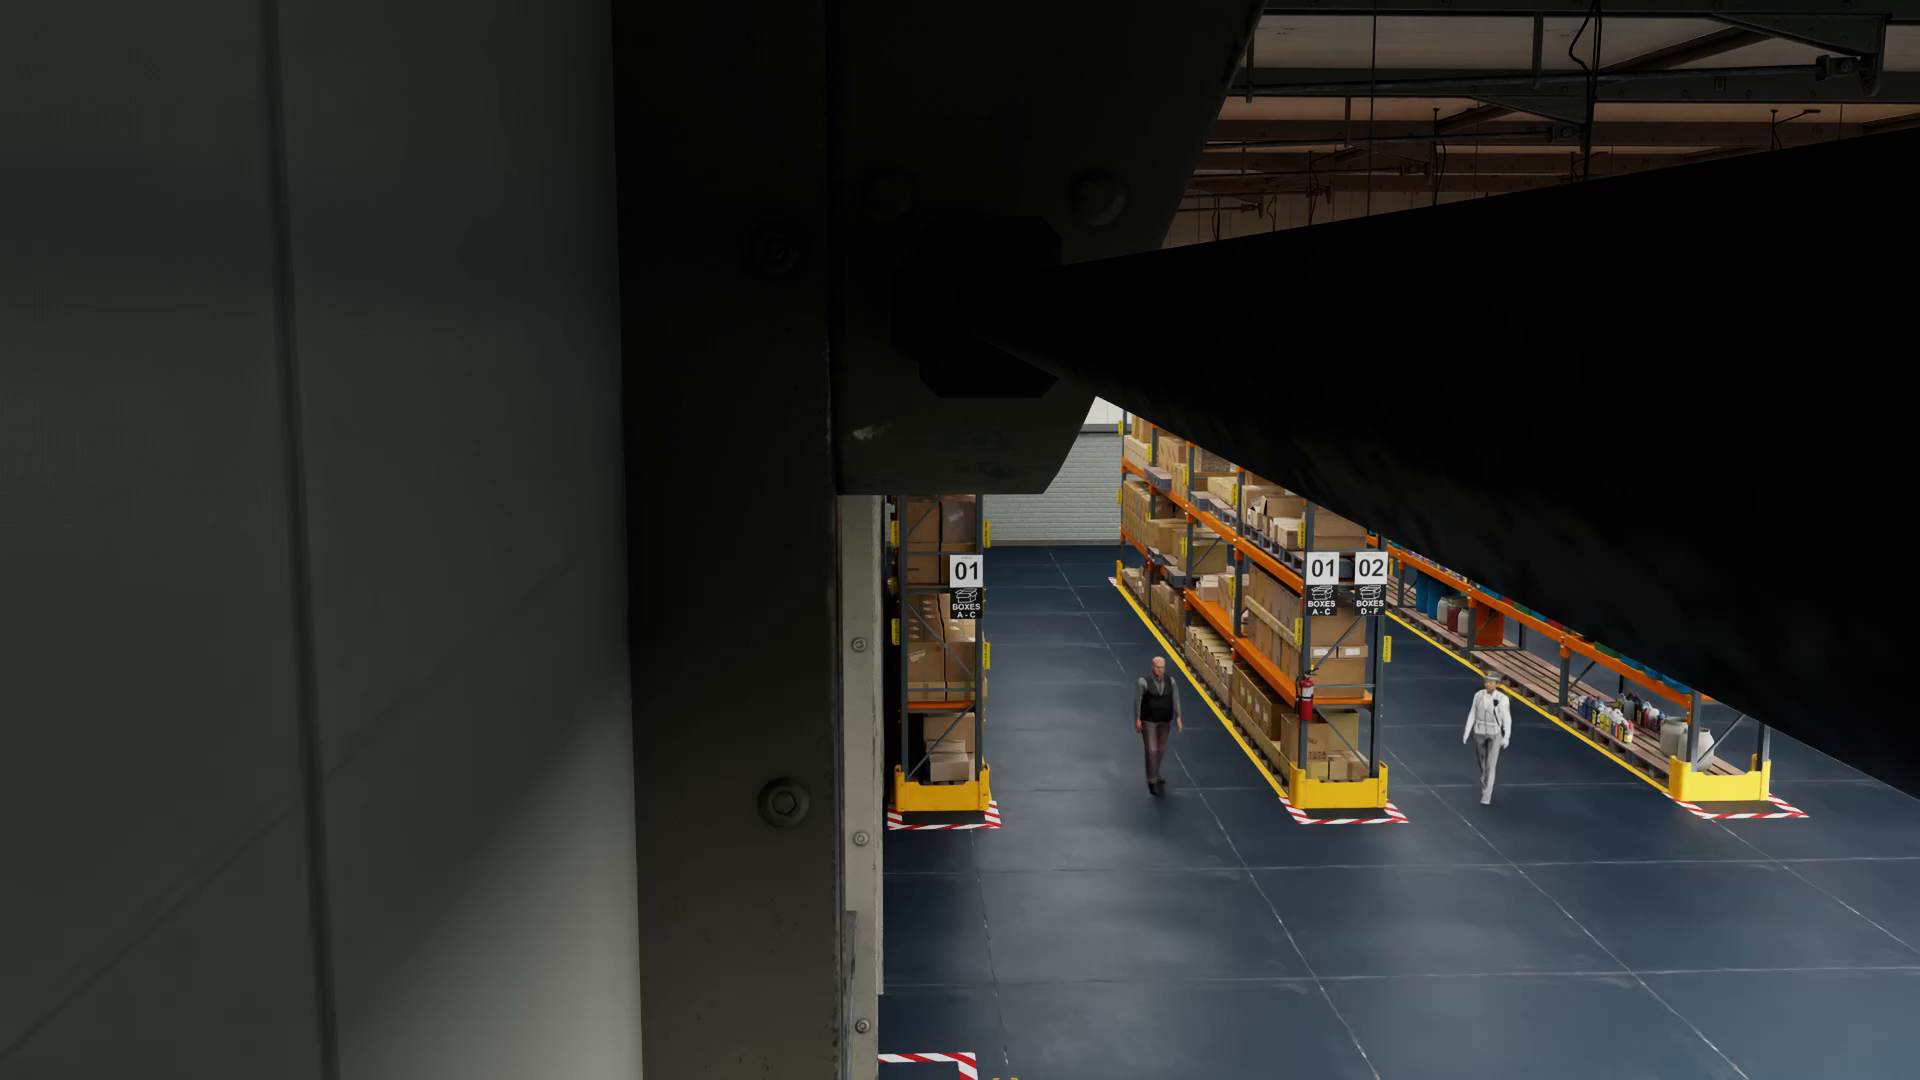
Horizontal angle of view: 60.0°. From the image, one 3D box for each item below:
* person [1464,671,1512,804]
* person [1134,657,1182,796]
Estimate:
[{"bbox_3d":[6.670,2.418,20.980,0.539,1.610,1.046,5,10,28],"label":"person"},{"bbox_3d":[2.545,2.354,21.378,0.584,1.745,0.658,-2,9,-15],"label":"person"}]
